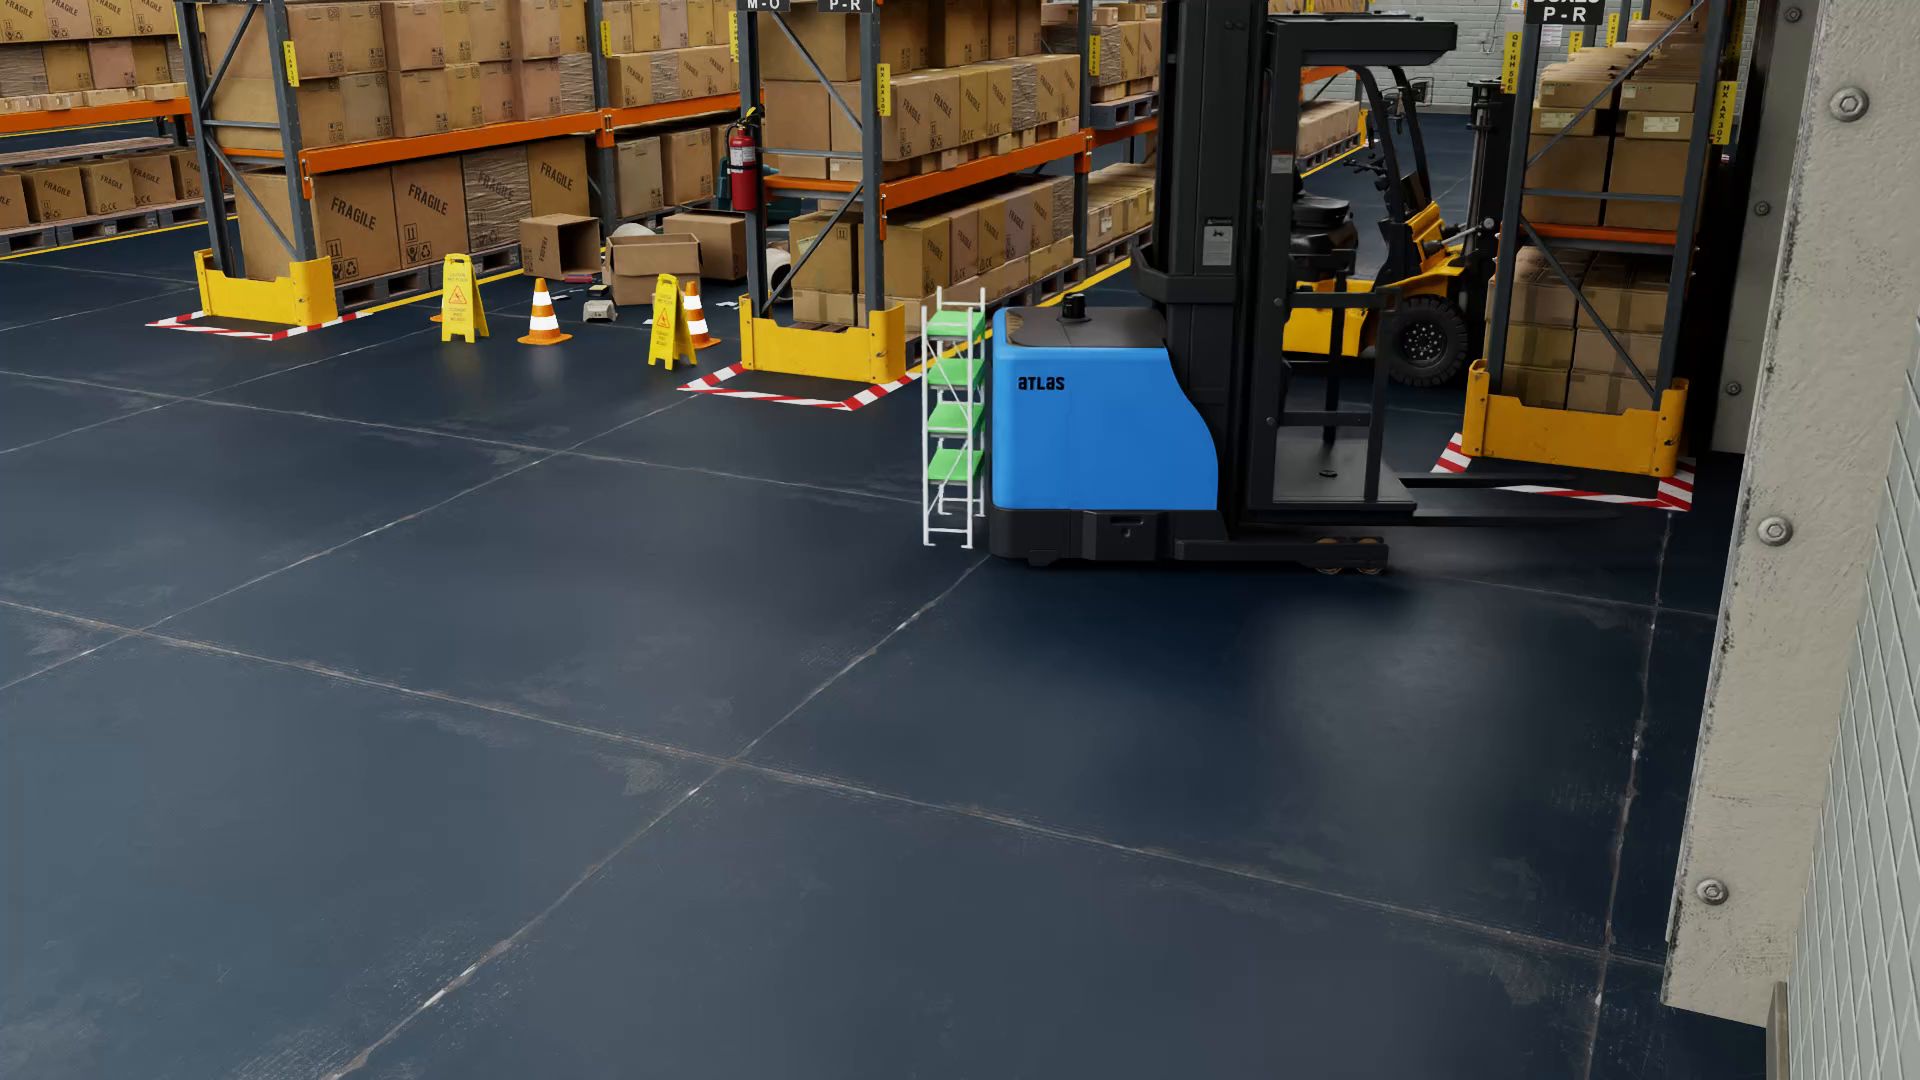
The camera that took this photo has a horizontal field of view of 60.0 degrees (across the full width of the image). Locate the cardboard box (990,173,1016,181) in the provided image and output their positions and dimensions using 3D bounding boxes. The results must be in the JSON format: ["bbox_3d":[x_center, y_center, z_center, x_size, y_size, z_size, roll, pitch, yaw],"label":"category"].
[{"bbox_3d":[0.159,-2.911,14.398,0.500,0.500,0.500,10,22,25],"label":"cardboard box"}]

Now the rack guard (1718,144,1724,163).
[{"bbox_3d":[10.059,-5.586,23.293,1.175,0.500,0.348,9,21,23],"label":"rack guard"}]

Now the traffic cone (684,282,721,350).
[{"bbox_3d":[-1.992,-1.689,12.391,0.336,0.463,0.334,9,21,23],"label":"traffic cone"}]

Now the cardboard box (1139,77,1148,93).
[{"bbox_3d":[1.564,-4.324,15.763,0.380,0.149,0.250,9,21,23],"label":"cardboard box"}]

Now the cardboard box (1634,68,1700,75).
[{"bbox_3d":[4.304,-2.778,10.105,0.380,0.149,0.250,9,22,24],"label":"cardboard box"}]

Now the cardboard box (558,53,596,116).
[{"bbox_3d":[-4.051,-4.403,16.013,0.875,0.550,0.550,9,21,23],"label":"cardboard box"}]

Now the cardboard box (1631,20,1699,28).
[{"bbox_3d":[8.050,-5.692,19.085,0.700,0.500,0.500,9,22,24],"label":"cardboard box"}]

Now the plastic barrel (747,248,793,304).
[{"bbox_3d":[-1.527,-2.201,13.890,0.421,0.421,0.512,-9,22,-24],"label":"plastic barrel"}]

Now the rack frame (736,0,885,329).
[{"bbox_3d":[-0.991,-2.576,11.098,1.000,3.000,0.127,9,21,23],"label":"rack frame"}]

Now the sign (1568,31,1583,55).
[{"bbox_3d":[4.678,-3.698,12.645,0.100,0.325,0.005,9,21,23],"label":"sign"}]

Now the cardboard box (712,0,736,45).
[{"bbox_3d":[-2.880,-5.740,18.354,0.700,0.500,0.500,8,21,22],"label":"cardboard box"}]

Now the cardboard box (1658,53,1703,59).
[{"bbox_3d":[5.085,-3.319,11.626,0.380,0.149,0.250,8,21,22],"label":"cardboard box"}]

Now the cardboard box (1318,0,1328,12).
[{"bbox_3d":[4.551,-7.028,21.977,0.500,0.500,0.500,8,21,22],"label":"cardboard box"}]

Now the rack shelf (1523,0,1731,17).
[{"bbox_3d":[4.358,-3.582,10.524,1.077,0.370,4.000,9,21,23],"label":"rack shelf"}]

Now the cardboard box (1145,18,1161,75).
[{"bbox_3d":[1.720,-4.749,15.988,0.500,0.500,0.500,8,21,20],"label":"cardboard box"}]

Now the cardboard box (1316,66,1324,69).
[{"bbox_3d":[4.563,-6.552,22.130,0.500,0.500,0.500,9,21,23],"label":"cardboard box"}]

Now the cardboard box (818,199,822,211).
[{"bbox_3d":[-0.990,-3.213,15.490,0.500,0.500,0.500,9,21,23],"label":"cardboard box"}]

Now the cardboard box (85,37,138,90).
[{"bbox_3d":[-8.985,-4.902,17.046,0.875,0.500,0.500,9,21,23],"label":"cardboard box"}]

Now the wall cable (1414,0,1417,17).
[{"bbox_3d":[7.848,-9.687,29.532,0.585,1.953,0.123,9,21,23],"label":"wall cable"}]

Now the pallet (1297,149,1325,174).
[{"bbox_3d":[4.305,-5.152,22.504,1.003,0.211,1.213,9,21,23],"label":"pallet"}]

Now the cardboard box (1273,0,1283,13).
[{"bbox_3d":[3.538,-6.280,19.872,0.500,0.500,0.500,9,22,24],"label":"cardboard box"}]

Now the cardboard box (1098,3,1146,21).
[{"bbox_3d":[1.513,-4.931,15.532,0.380,0.149,0.250,10,22,26],"label":"cardboard box"}]

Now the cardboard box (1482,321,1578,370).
[{"bbox_3d":[3.453,-1.226,10.032,0.500,0.250,0.500,8,21,22],"label":"cardboard box"}]

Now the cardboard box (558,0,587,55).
[{"bbox_3d":[-4.093,-4.918,15.850,0.875,0.550,0.550,9,21,23],"label":"cardboard box"}]

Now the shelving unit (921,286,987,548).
[{"bbox_3d":[-0.027,-0.615,8.270,0.258,1.200,0.503,3,20,7],"label":"shelving unit"}]

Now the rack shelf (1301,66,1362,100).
[{"bbox_3d":[4.742,-6.517,23.253,1.077,0.370,4.000,9,21,23],"label":"rack shelf"}]

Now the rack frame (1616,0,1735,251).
[{"bbox_3d":[6.815,-4.342,16.063,1.000,3.000,0.127,9,21,23],"label":"rack frame"}]

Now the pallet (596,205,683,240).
[{"bbox_3d":[-3.664,-3.379,17.519,1.003,0.211,1.213,9,21,23],"label":"pallet"}]

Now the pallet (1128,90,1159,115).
[{"bbox_3d":[1.511,-4.320,16.290,1.003,0.211,1.213,9,21,23],"label":"pallet"}]

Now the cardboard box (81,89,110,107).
[{"bbox_3d":[-8.842,-4.478,16.820,0.380,0.149,0.250,9,21,23],"label":"cardboard box"}]

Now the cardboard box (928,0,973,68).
[{"bbox_3d":[-0.321,-3.878,12.673,0.700,0.500,0.500,8,21,22],"label":"cardboard box"}]

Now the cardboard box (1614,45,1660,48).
[{"bbox_3d":[6.225,-4.473,15.317,0.380,0.149,0.250,9,22,24],"label":"cardboard box"}]

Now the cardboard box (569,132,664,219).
[{"bbox_3d":[-3.739,-3.787,17.234,1.050,0.750,0.750,8,21,22],"label":"cardboard box"}]

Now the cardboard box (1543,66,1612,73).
[{"bbox_3d":[3.823,-2.851,10.312,0.380,0.149,0.250,9,22,24],"label":"cardboard box"}]

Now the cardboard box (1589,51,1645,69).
[{"bbox_3d":[4.654,-3.383,11.808,0.380,0.149,0.250,8,21,22],"label":"cardboard box"}]

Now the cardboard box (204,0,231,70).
[{"bbox_3d":[-7.941,-5.863,18.818,1.000,1.000,1.000,9,21,23],"label":"cardboard box"}]

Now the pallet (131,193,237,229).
[{"bbox_3d":[-8.637,-3.635,18.236,1.003,0.211,1.213,9,21,23],"label":"pallet"}]

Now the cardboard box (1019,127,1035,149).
[{"bbox_3d":[0.380,-3.229,13.310,0.380,0.149,0.250,8,21,22],"label":"cardboard box"}]

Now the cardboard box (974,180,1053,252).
[{"bbox_3d":[0.442,-2.681,13.751,0.500,0.500,0.500,9,21,24],"label":"cardboard box"}]

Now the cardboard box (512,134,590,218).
[{"bbox_3d":[-4.232,-3.461,16.132,0.875,0.875,0.875,9,21,24],"label":"cardboard box"}]

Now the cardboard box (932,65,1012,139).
[{"bbox_3d":[0.073,-3.341,12.657,0.500,0.500,0.500,8,21,22],"label":"cardboard box"}]

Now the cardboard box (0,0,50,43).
[{"bbox_3d":[-9.144,-5.030,15.913,0.500,0.500,0.500,9,21,23],"label":"cardboard box"}]

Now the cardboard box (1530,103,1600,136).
[{"bbox_3d":[3.425,-2.393,9.467,0.380,0.149,0.250,9,21,23],"label":"cardboard box"}]

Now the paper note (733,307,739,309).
[{"bbox_3d":[-1.828,-1.918,13.709,0.032,0.001,0.123,9,21,23],"label":"paper note"}]

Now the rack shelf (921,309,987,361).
[{"bbox_3d":[-0.027,-1.007,8.131,0.258,0.148,0.480,3,20,7],"label":"rack shelf"}]

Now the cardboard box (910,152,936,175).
[{"bbox_3d":[-0.390,-2.682,11.772,0.380,0.149,0.250,8,21,21],"label":"cardboard box"}]

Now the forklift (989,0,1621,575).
[{"bbox_3d":[1.664,-1.398,7.888,3.031,2.935,1.130,0,20,1],"label":"forklift"}]

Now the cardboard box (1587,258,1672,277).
[{"bbox_3d":[4.109,-1.544,10.180,0.500,0.250,0.500,9,21,23],"label":"cardboard box"}]

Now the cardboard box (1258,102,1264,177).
[{"bbox_3d":[3.012,-4.690,19.587,0.875,0.875,0.875,9,21,23],"label":"cardboard box"}]

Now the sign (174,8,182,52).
[{"bbox_3d":[-6.038,-3.960,12.909,0.100,0.325,0.005,9,21,23],"label":"sign"}]

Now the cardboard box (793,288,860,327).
[{"bbox_3d":[-0.896,-1.770,12.308,0.500,0.250,0.500,8,21,22],"label":"cardboard box"}]

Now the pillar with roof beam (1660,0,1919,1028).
[{"bbox_3d":[-1.739,-3.568,4.936,9.100,9.000,0.400,9,21,23],"label":"pillar with roof beam"}]

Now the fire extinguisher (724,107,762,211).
[{"bbox_3d":[-1.459,-2.568,11.191,0.296,0.674,0.183,9,21,23],"label":"fire extinguisher"}]

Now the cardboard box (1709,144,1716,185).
[{"bbox_3d":[4.832,-2.683,11.249,0.500,0.500,0.500,8,21,21],"label":"cardboard box"}]
